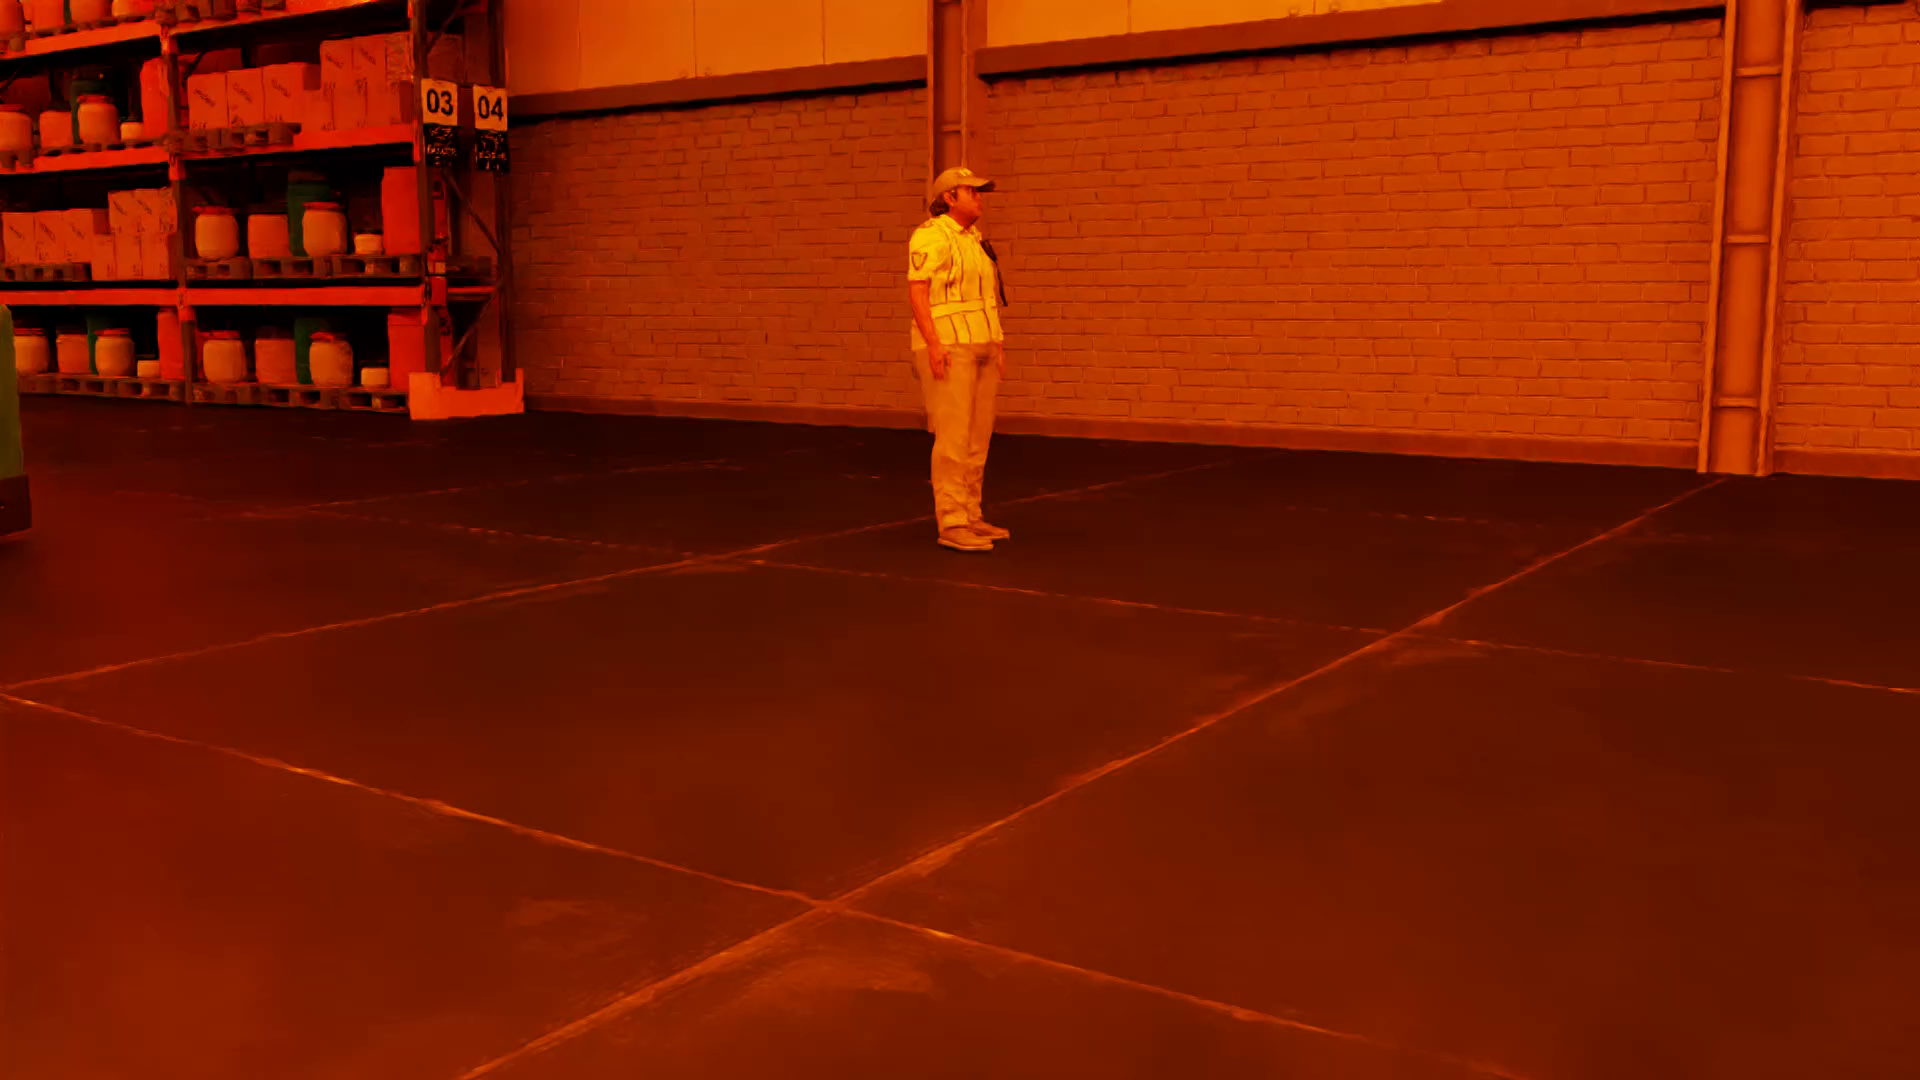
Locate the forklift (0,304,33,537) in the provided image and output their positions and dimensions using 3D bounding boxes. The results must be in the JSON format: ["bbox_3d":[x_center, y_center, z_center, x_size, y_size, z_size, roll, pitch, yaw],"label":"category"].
[{"bbox_3d":[-5.638,-1.352,6.702,3.031,2.935,1.130,-1,8,-6],"label":"forklift"}]

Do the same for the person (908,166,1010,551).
[{"bbox_3d":[0.051,-0.823,7.424,0.529,1.669,0.598,5,10,34],"label":"person"}]
